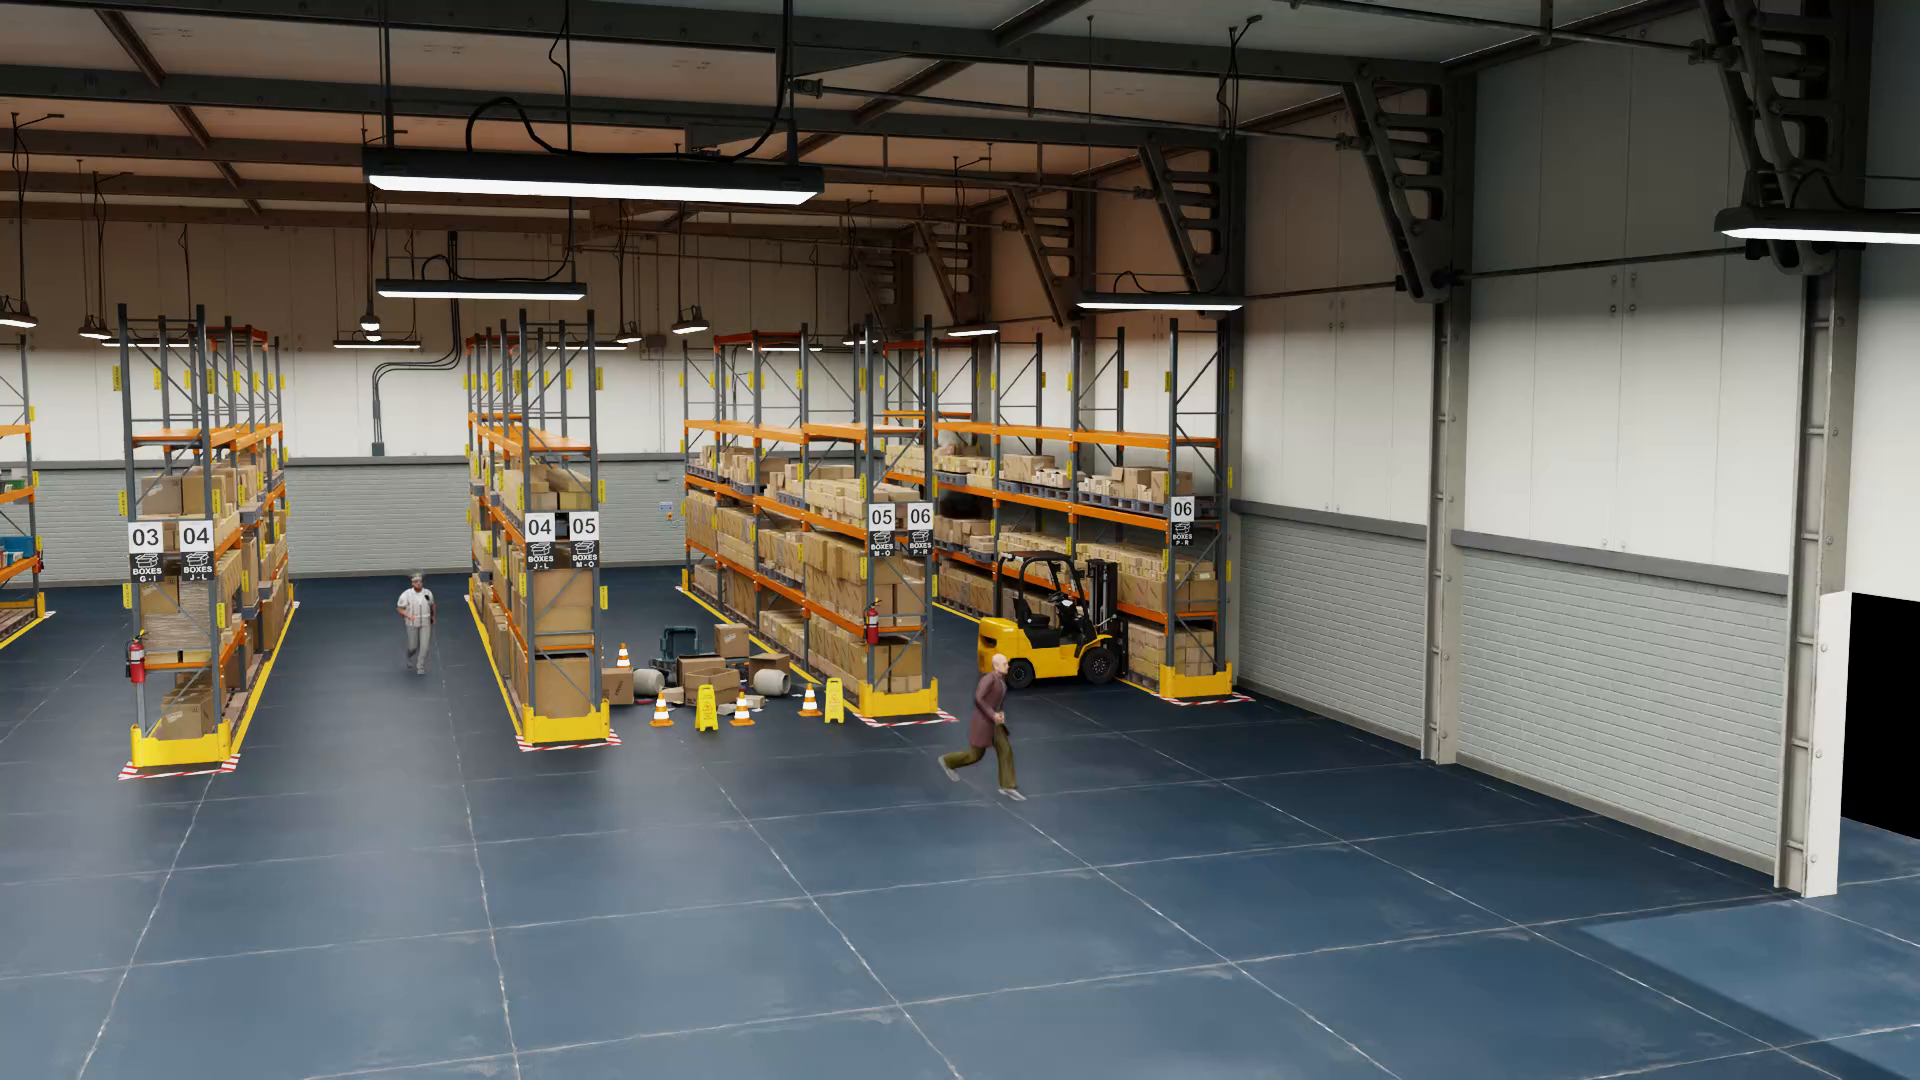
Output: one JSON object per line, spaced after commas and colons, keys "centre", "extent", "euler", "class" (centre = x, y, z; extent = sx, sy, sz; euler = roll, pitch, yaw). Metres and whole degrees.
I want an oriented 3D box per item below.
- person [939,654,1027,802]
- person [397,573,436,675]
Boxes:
{"centre": [0.277, 2.243, 20.065], "extent": [1.155, 1.778, 0.714], "euler": [3, 6, 26], "class": "person"}
{"centre": [-9.319, 1.424, 28.581], "extent": [0.658, 1.741, 0.680], "euler": [-3, 6, -32], "class": "person"}
